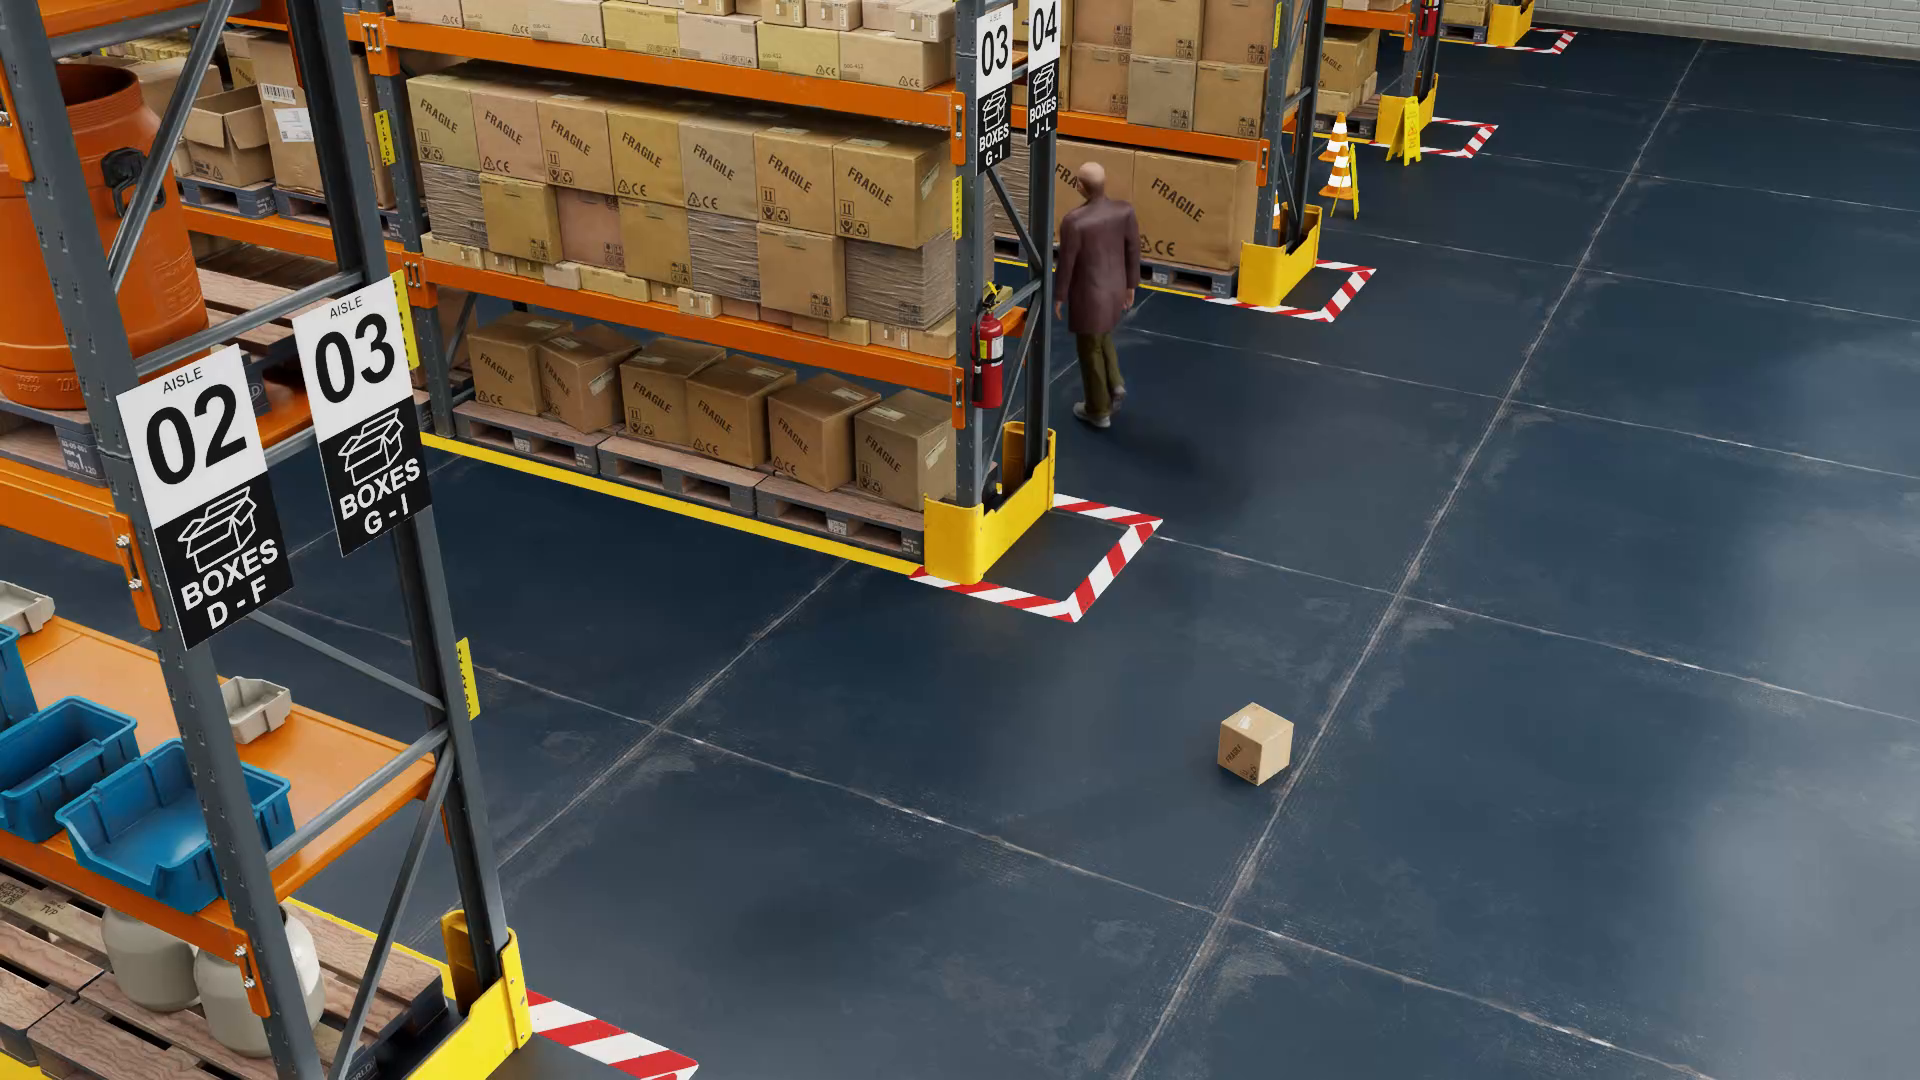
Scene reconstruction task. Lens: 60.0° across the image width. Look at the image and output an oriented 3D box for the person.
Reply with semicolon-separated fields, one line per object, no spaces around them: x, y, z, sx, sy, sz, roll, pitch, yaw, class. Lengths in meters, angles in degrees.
0.914;-1.631;11.164;0.606;1.816;0.563;-17;34;-27;person
